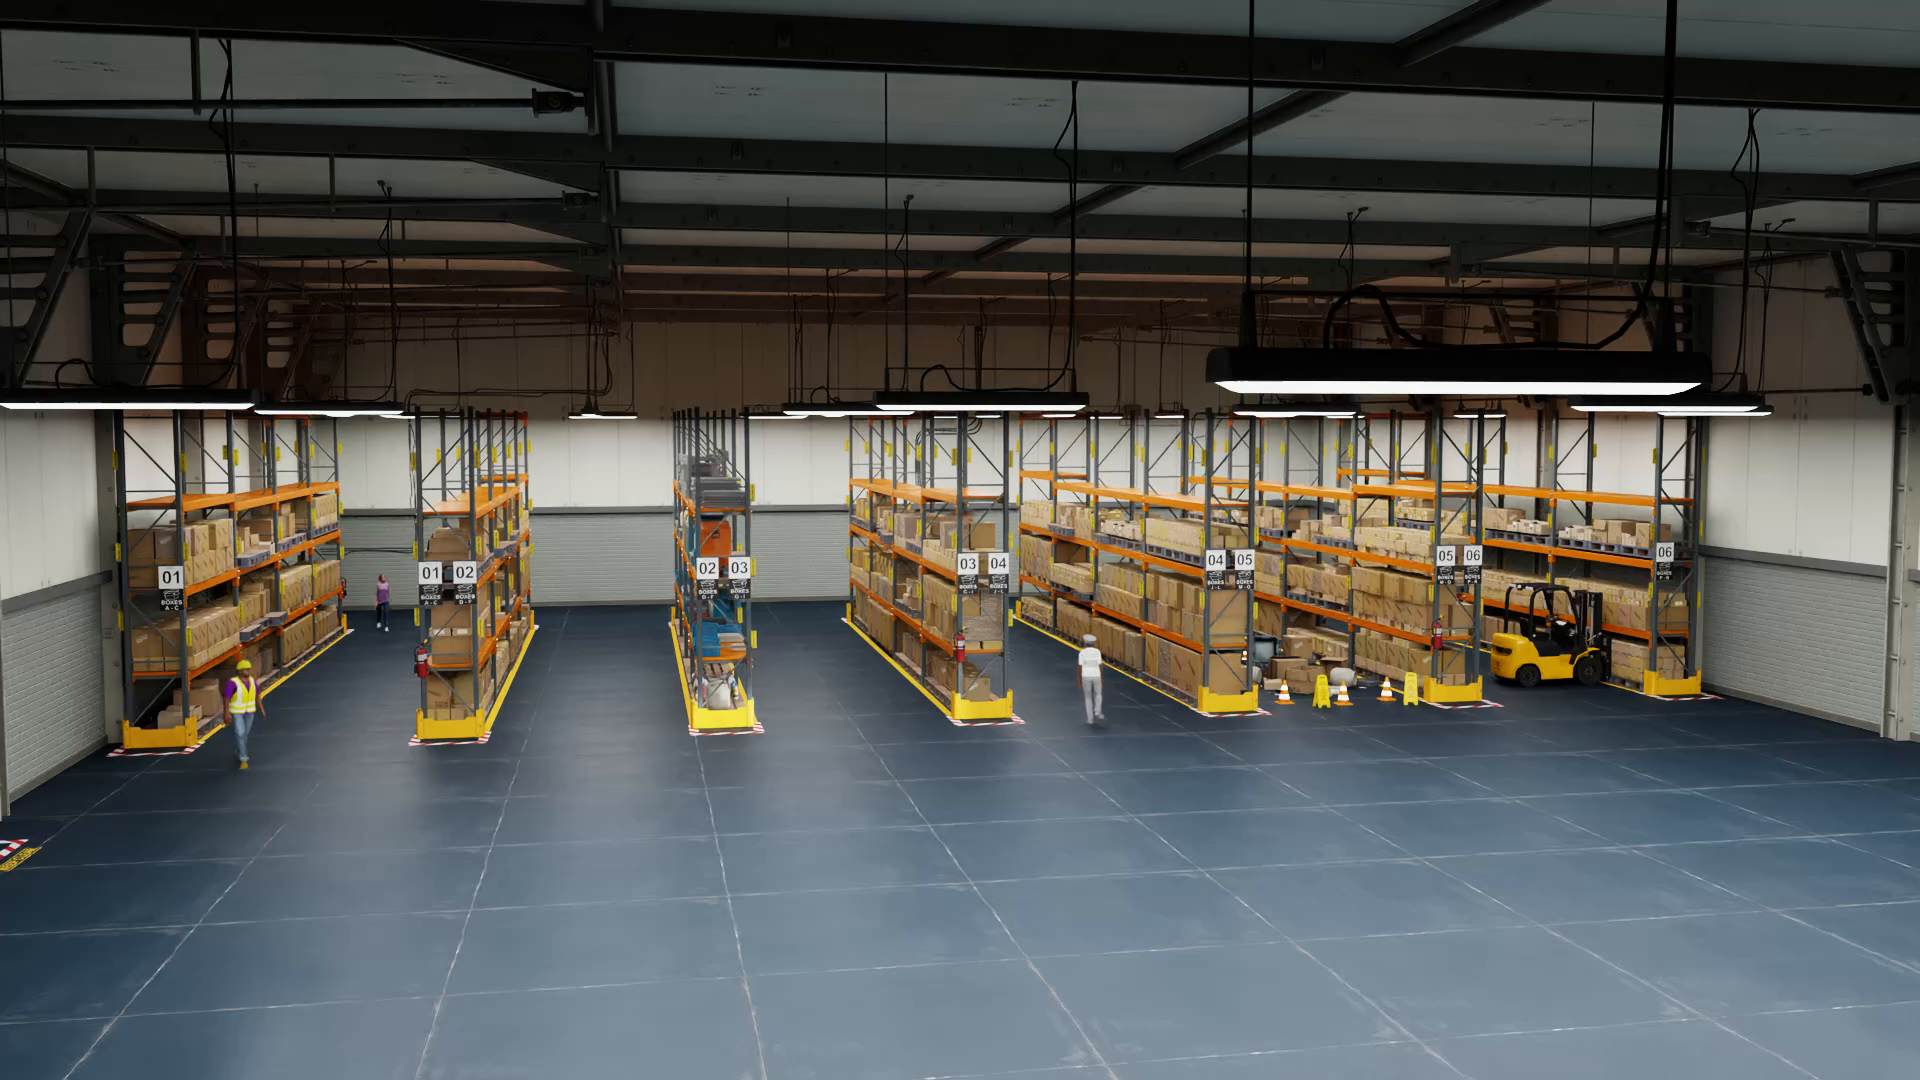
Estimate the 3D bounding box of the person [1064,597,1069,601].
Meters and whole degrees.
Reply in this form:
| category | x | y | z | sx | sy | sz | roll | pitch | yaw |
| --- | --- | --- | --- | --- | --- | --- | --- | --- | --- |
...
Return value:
| category | x | y | z | sx | sy | sz | roll | pitch | yaw |
| --- | --- | --- | --- | --- | --- | --- | --- | --- | --- |
| person | 3.414 | 1.347 | 50.003 | 1.002 | 1.626 | 0.420 | -1 | 4 | -11 |

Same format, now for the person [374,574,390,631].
| category | x | y | z | sx | sy | sz | roll | pitch | yaw |
| --- | --- | --- | --- | --- | --- | --- | --- | --- | --- |
| person | -15.808 | 1.693 | 45.492 | 0.409 | 1.553 | 0.889 | -2 | 4 | -22 |

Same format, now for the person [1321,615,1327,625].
| category | x | y | z | sx | sy | sz | roll | pitch | yaw |
| --- | --- | --- | --- | --- | --- | --- | --- | --- | --- |
| person | 10.175 | 1.555 | 46.826 | 0.539 | 1.677 | 0.638 | 4 | 5 | 42 |

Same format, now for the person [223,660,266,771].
| category | x | y | z | sx | sy | sz | roll | pitch | yaw |
| --- | --- | --- | --- | --- | --- | --- | --- | --- | --- |
| person | -11.929 | 2.892 | 27.685 | 0.860 | 1.783 | 0.653 | 4 | 6 | 45 |

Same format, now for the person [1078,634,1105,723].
| category | x | y | z | sx | sy | sz | roll | pitch | yaw |
| --- | --- | --- | --- | --- | --- | --- | --- | --- | --- |
| person | 2.490 | 2.633 | 31.557 | 0.506 | 1.681 | 0.457 | 0 | 4 | -2 |
